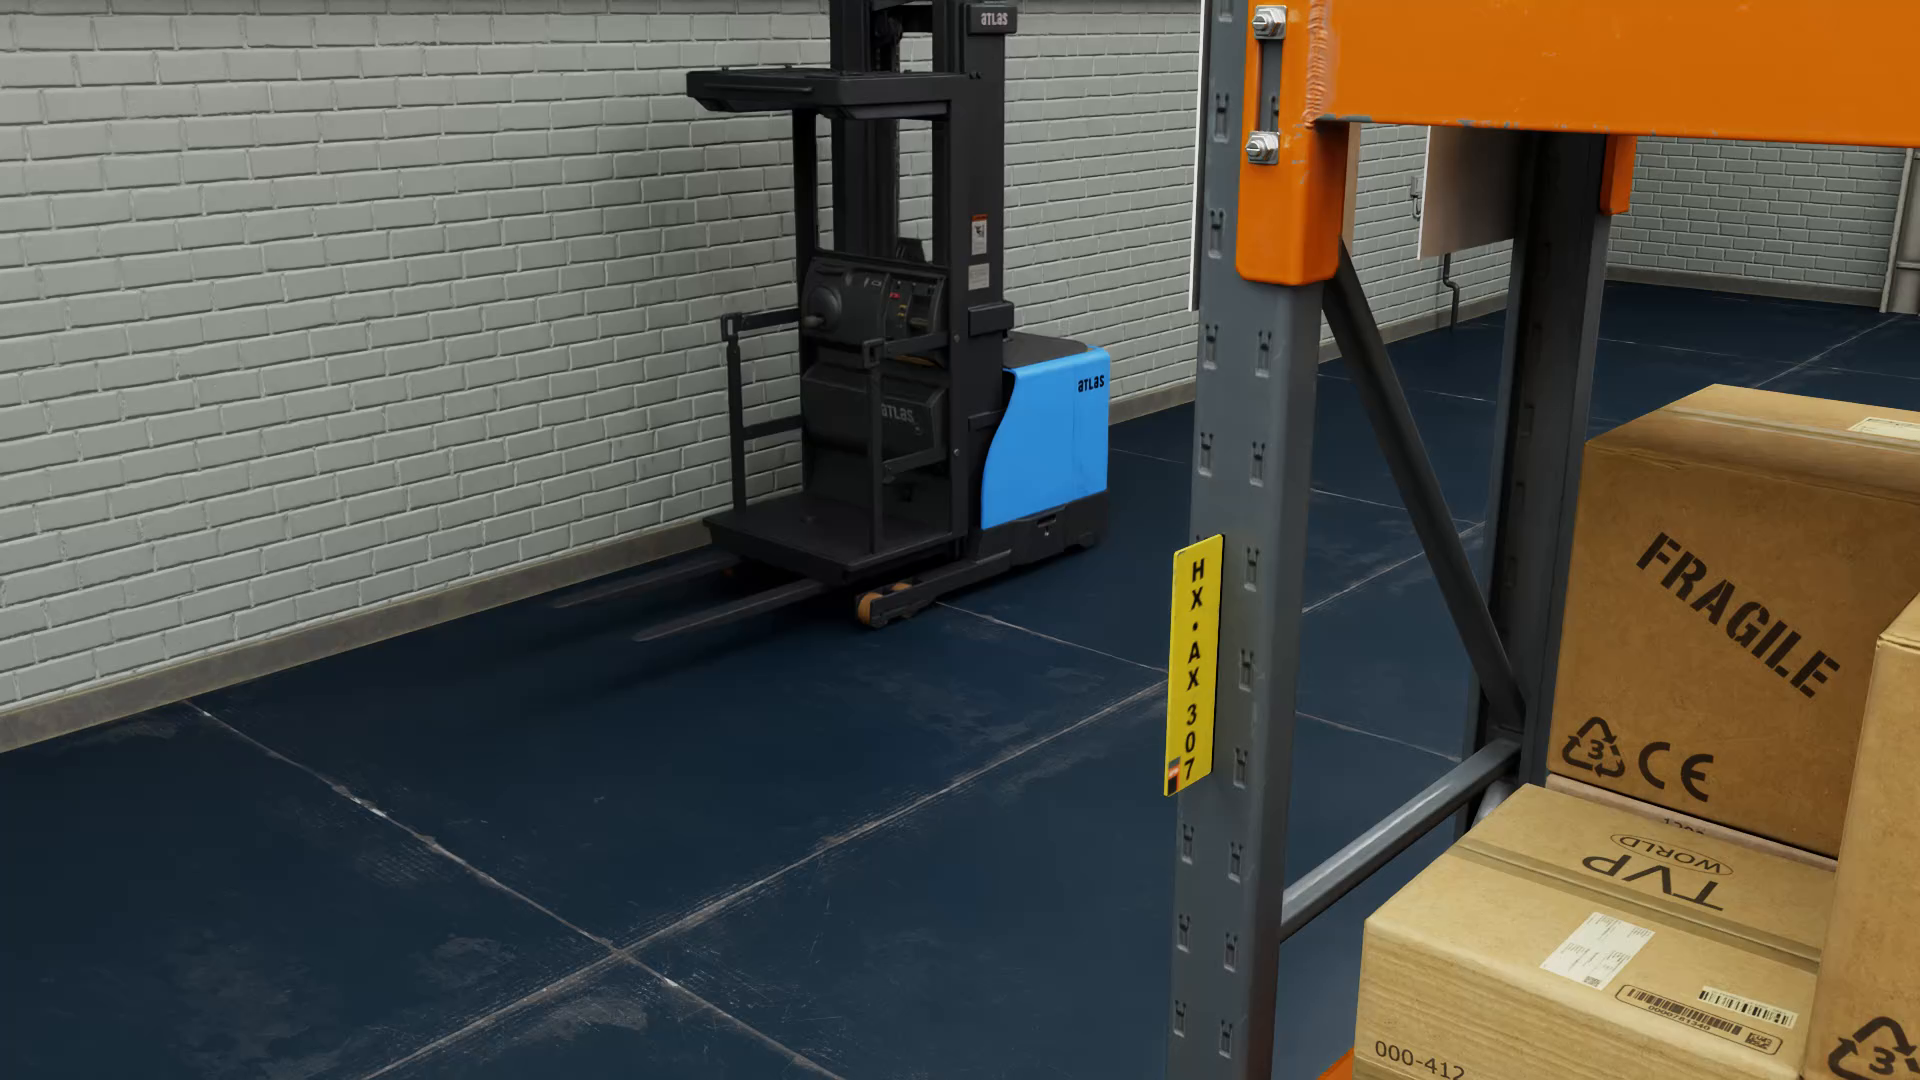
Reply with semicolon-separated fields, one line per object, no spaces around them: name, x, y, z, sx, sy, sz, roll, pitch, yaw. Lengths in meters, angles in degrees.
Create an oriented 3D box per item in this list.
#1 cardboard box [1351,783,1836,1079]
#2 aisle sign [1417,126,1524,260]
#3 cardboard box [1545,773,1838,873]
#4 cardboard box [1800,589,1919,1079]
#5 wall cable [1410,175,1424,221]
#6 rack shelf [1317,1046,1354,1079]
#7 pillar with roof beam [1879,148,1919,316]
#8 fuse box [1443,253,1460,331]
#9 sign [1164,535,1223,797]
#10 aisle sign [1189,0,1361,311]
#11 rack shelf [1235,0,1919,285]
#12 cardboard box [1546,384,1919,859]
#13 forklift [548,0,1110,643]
cardboard box;0.846;0.572;2.106;0.500;0.250;0.500;14;23;38
aisle sign;0.811;-0.836;2.490;0.004;0.787;0.394;15;23;39
cardboard box;1.204;0.452;2.484;0.500;0.250;0.500;15;23;38
cardboard box;1.220;0.315;1.676;0.500;0.500;0.500;14;23;38
wall cable;3.944;-3.691;14.104;0.122;1.984;0.588;15;23;39
rack shelf;2.162;1.230;1.467;4.000;0.370;1.077;15;23;39
pillar with roof beam;6.260;-5.511;11.602;0.400;9.000;9.100;15;23;39
fuse box;4.514;-2.716;14.840;0.414;1.711;0.539;15;23;39
sign;0.293;0.159;2.089;0.005;0.325;0.100;15;23;39
aisle sign;0.413;-0.700;2.062;0.004;0.787;0.394;15;23;39
rack shelf;2.162;-0.200;1.014;4.000;0.370;1.077;15;23;39
cardboard box;1.205;0.096;2.367;0.500;0.500;0.500;15;23;40
forklift;-0.568;-1.157;7.913;1.130;2.935;3.031;16;24;41
